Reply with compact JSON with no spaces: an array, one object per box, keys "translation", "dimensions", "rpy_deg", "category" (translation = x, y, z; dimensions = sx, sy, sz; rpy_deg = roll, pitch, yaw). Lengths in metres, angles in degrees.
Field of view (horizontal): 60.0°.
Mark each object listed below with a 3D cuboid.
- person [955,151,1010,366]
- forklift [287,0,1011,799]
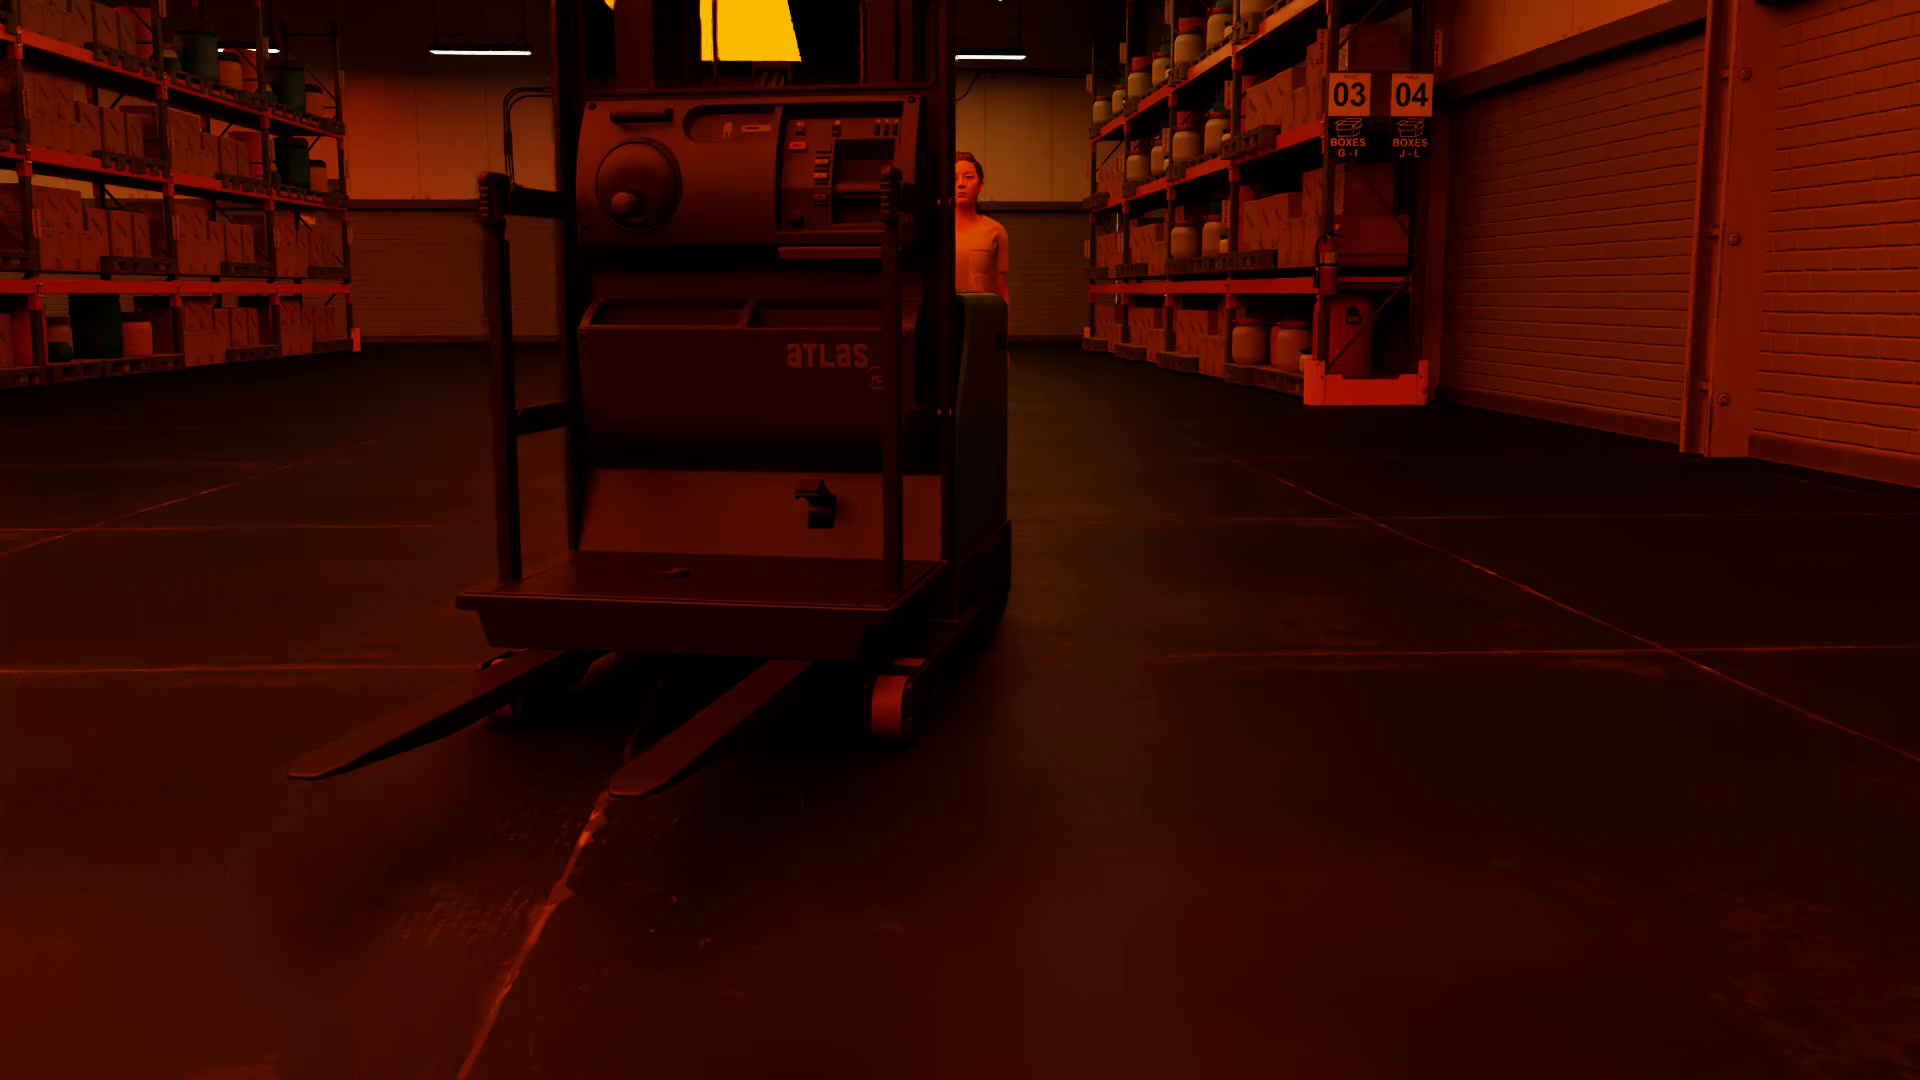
[{"translation":[0.005,-0.826,7.187],"dimensions":[0.435,1.671,0.381],"rpy_deg":[-1,8,-4],"category":"person"},{"translation":[-0.599,-1.020,4.197],"dimensions":[1.130,2.935,3.031],"rpy_deg":[2,9,10],"category":"forklift"}]
